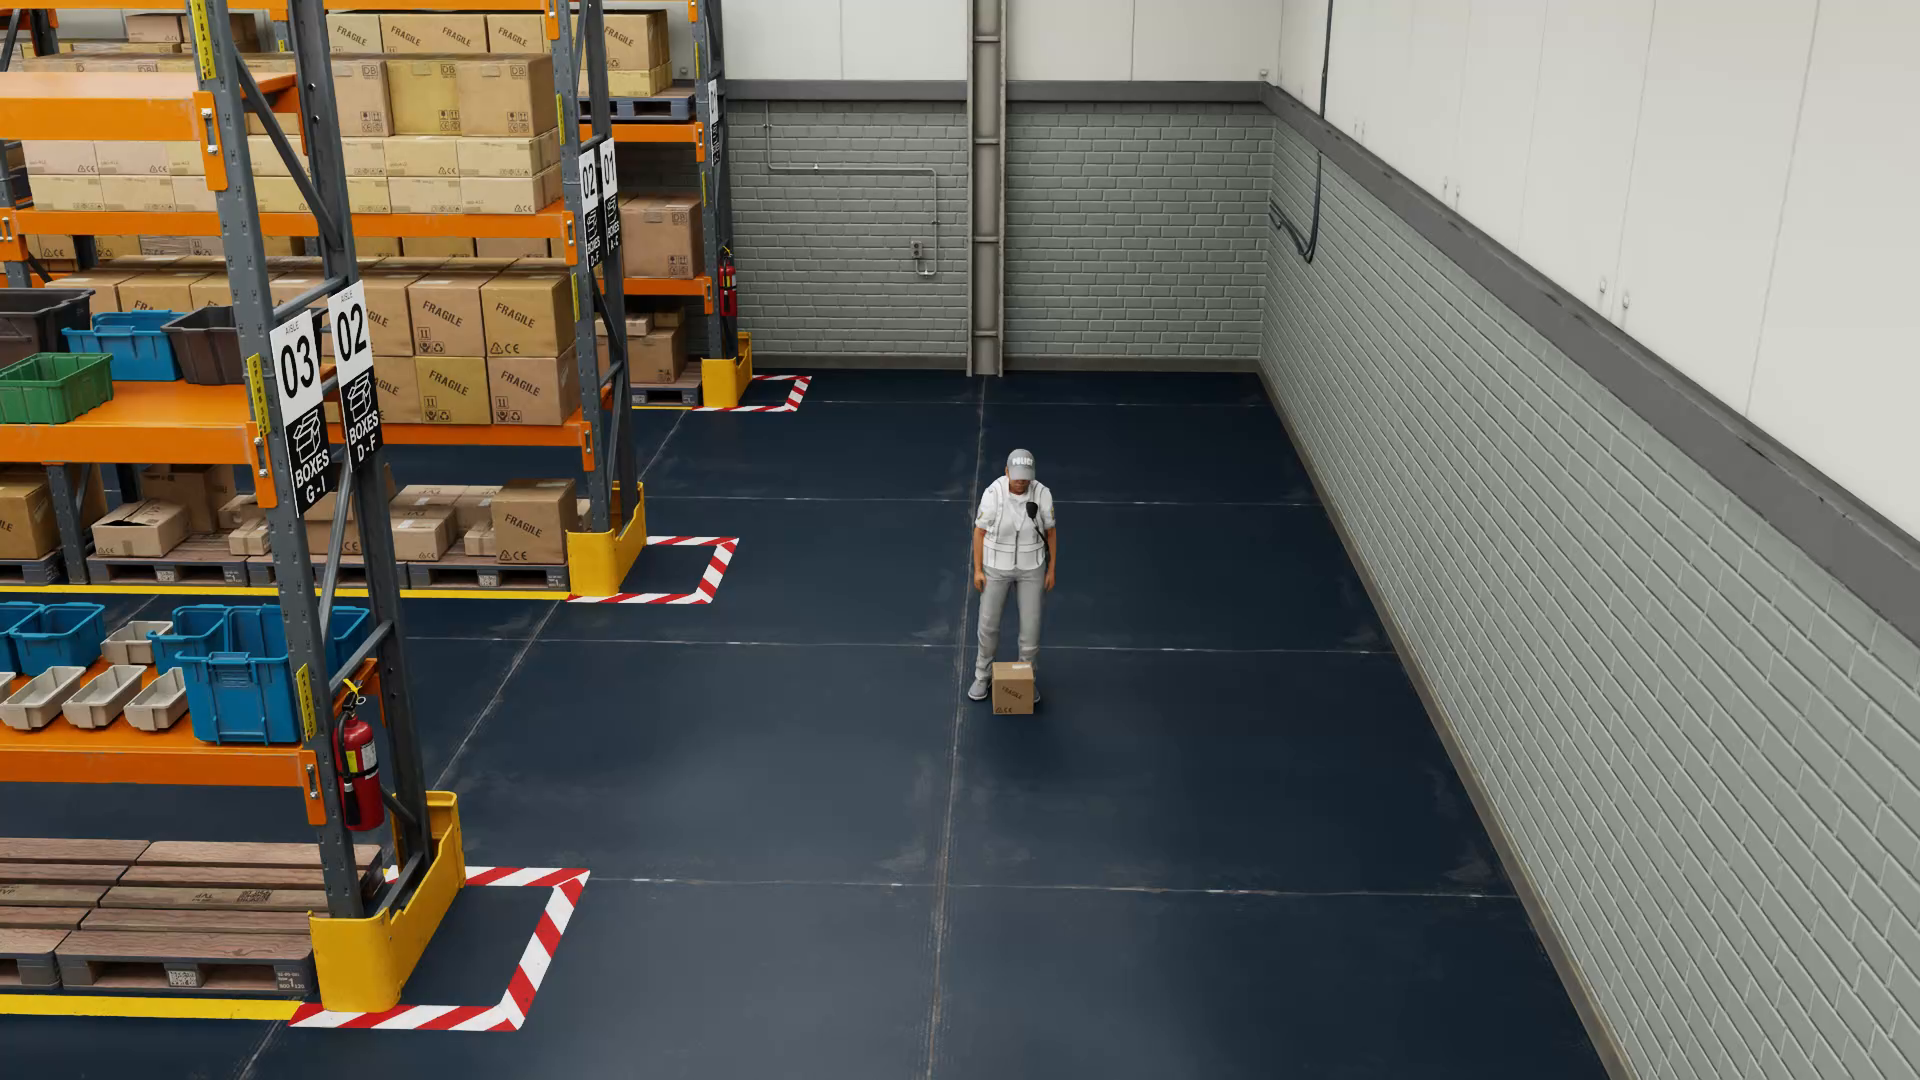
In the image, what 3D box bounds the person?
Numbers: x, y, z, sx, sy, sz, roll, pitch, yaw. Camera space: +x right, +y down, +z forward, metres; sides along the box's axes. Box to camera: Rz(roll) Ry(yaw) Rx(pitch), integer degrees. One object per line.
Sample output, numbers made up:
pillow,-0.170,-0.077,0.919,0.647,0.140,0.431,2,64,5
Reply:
person,0.329,0.204,10.537,0.554,1.666,0.469,-1,21,-2
